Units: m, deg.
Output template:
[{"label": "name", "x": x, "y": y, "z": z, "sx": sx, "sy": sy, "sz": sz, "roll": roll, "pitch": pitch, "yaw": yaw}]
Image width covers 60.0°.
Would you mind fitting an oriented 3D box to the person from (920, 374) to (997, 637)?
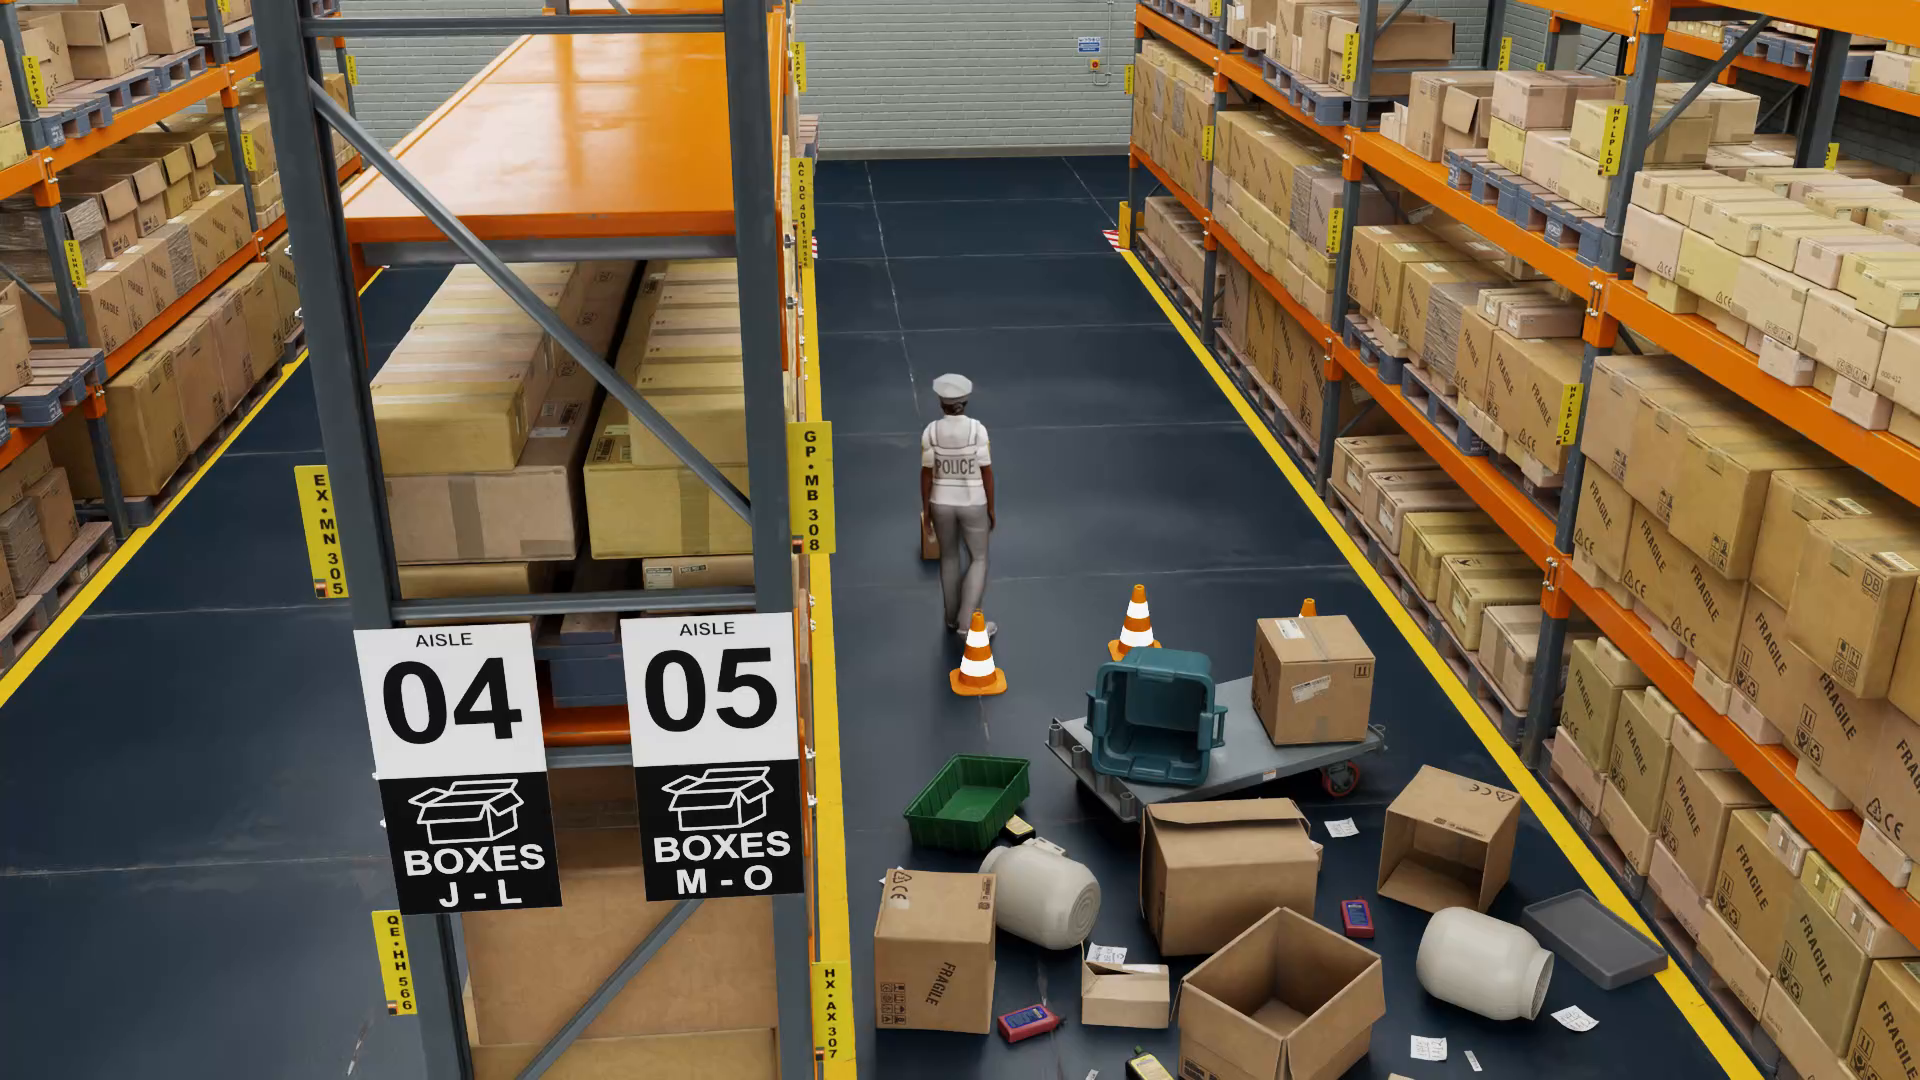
[{"label": "person", "x": -0.005, "y": -0.179, "z": 10.497, "sx": 0.515, "sy": 1.663, "sz": 0.550, "roll": 4, "pitch": 24, "yaw": 9}]
